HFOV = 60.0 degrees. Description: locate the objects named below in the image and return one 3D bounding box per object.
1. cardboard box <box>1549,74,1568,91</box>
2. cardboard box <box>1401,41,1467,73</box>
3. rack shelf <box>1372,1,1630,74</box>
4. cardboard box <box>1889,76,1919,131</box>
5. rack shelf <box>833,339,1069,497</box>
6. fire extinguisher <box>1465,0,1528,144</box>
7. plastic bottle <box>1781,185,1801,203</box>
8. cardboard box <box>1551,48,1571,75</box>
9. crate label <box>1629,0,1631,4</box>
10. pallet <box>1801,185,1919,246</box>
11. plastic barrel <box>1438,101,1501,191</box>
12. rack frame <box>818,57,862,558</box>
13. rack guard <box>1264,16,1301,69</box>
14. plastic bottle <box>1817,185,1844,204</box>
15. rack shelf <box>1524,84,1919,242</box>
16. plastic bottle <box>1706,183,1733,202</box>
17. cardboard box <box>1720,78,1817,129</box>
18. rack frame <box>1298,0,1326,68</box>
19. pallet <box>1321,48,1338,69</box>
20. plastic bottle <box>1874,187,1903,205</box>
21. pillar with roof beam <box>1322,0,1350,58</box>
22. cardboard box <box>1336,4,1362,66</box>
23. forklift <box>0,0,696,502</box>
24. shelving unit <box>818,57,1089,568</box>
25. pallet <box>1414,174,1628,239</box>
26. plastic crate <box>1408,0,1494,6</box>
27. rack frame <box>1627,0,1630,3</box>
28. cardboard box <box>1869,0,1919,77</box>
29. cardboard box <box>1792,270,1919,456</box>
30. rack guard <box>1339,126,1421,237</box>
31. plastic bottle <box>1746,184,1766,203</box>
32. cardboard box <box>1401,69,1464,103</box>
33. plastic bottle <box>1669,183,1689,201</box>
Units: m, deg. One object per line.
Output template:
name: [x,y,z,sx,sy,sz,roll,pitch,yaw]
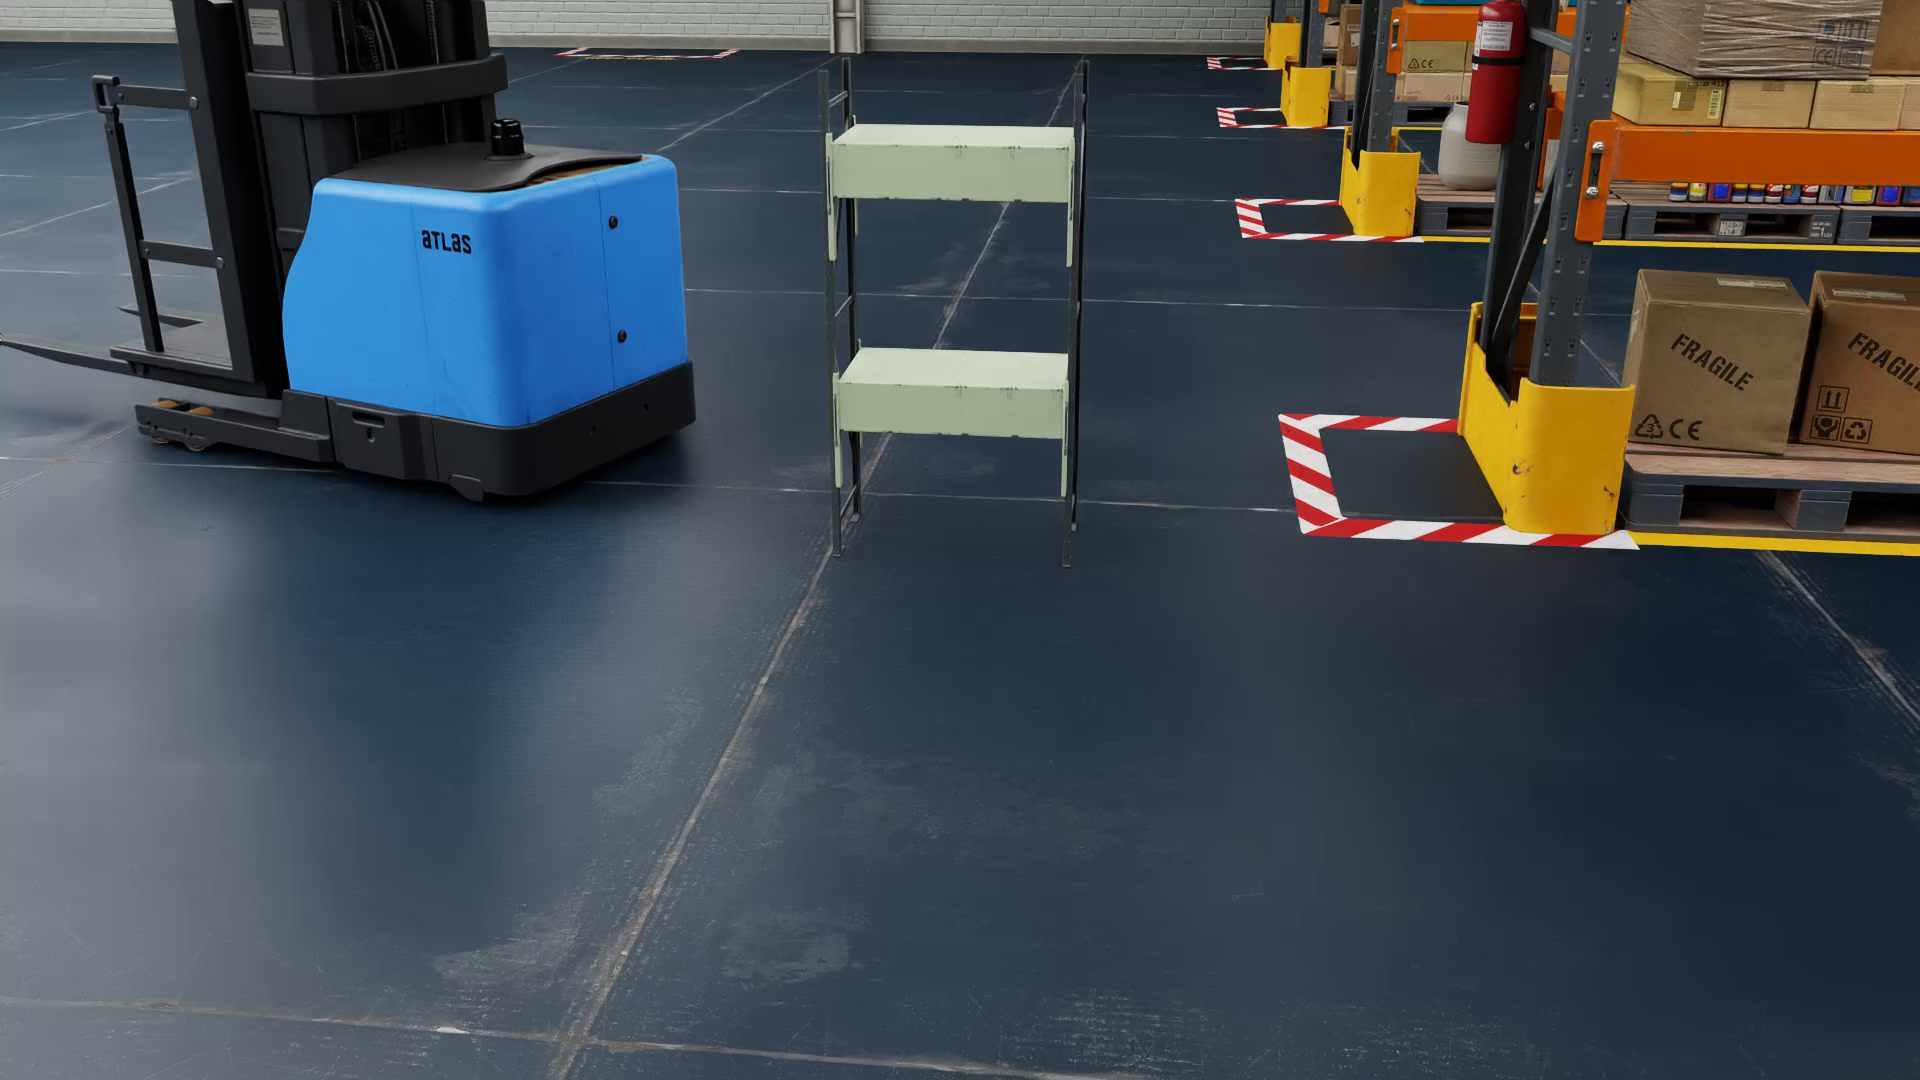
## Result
cardboard box: [5.151,-3.993,14.628,0.500,0.250,0.500,2,22,6]
cardboard box: [4.158,-4.386,14.602,0.500,0.500,0.500,2,22,6]
rack shelf: [4.554,-3.017,9.968,4.000,0.370,1.077,2,22,6]
cardboard box: [2.984,-1.376,5.181,0.250,0.149,0.380,2,22,6]
rack shelf: [-0.007,-0.395,5.285,0.720,0.370,0.431,2,22,6]
fire extinguisher: [1.926,-1.766,5.933,0.183,0.674,0.296,2,22,6]
plastic bottle: [4.973,-2.153,9.919,0.097,0.271,0.097,0,22,0]
cardboard box: [5.151,-4.341,14.489,0.500,0.500,0.500,2,22,6]
crate label: [4.428,-3.473,10.097,0.616,0.435,0.502,2,22,6]
pallet: [5.879,-2.012,10.242,1.213,0.211,1.003,2,22,6]
plastic barrel: [3.231,-2.475,10.434,0.421,0.512,0.421,0,22,0]
rack frame: [-0.370,-0.714,5.205,0.023,1.500,0.400,2,22,6]
rack guard: [3.810,-5.889,19.655,0.348,0.500,1.175,2,22,6]
plastic bottle: [5.195,-2.156,9.919,0.135,0.276,0.152,3,22,7]
rack shelf: [3.972,-1.208,5.394,4.000,0.370,1.077,2,22,6]
plastic bottle: [4.555,-2.170,9.946,0.133,0.283,0.061,3,22,7]
cardboard box: [2.486,-1.395,5.231,0.250,0.149,0.380,2,22,6]
rack frame: [3.155,-5.246,14.629,0.127,3.000,1.000,2,22,6]
pallet: [4.612,-5.707,19.587,1.213,0.211,1.003,2,22,6]
plastic bottle: [5.510,-2.129,9.840,0.133,0.283,0.061,4,22,10]
pillar with roof beam: [4.025,-8.558,14.848,0.400,9.000,9.100,2,22,6]
cardboard box: [3.723,-4.597,15.136,0.500,0.500,0.500,2,22,6]
forklift: [-2.567,-1.857,6.149,3.031,2.935,1.130,11,24,25]
shelving unit: [-0.007,-0.698,5.165,0.755,1.500,0.431,2,22,6]
pallet: [3.456,-2.118,10.509,1.213,0.211,1.003,2,22,6]
plastic crate: [3.101,-3.456,10.304,0.616,0.251,0.499,2,22,6]
rack frame: [7.707,-6.882,18.766,0.127,3.000,1.000,2,22,6]
cardboard box: [3.039,-1.802,5.378,0.500,0.500,0.875,2,22,6]
cardboard box: [3.201,-0.616,5.746,0.500,0.500,0.500,8,23,20]
rack guard: [2.649,-2.289,10.550,0.348,0.500,1.175,2,22,6]
plastic bottle: [4.772,-2.162,9.941,0.097,0.271,0.097,0,22,0]
cardboard box: [4.158,-4.038,14.742,0.500,0.250,0.500,2,22,6]
plastic bottle: [4.332,-2.181,9.990,0.097,0.271,0.097,0,22,0]
